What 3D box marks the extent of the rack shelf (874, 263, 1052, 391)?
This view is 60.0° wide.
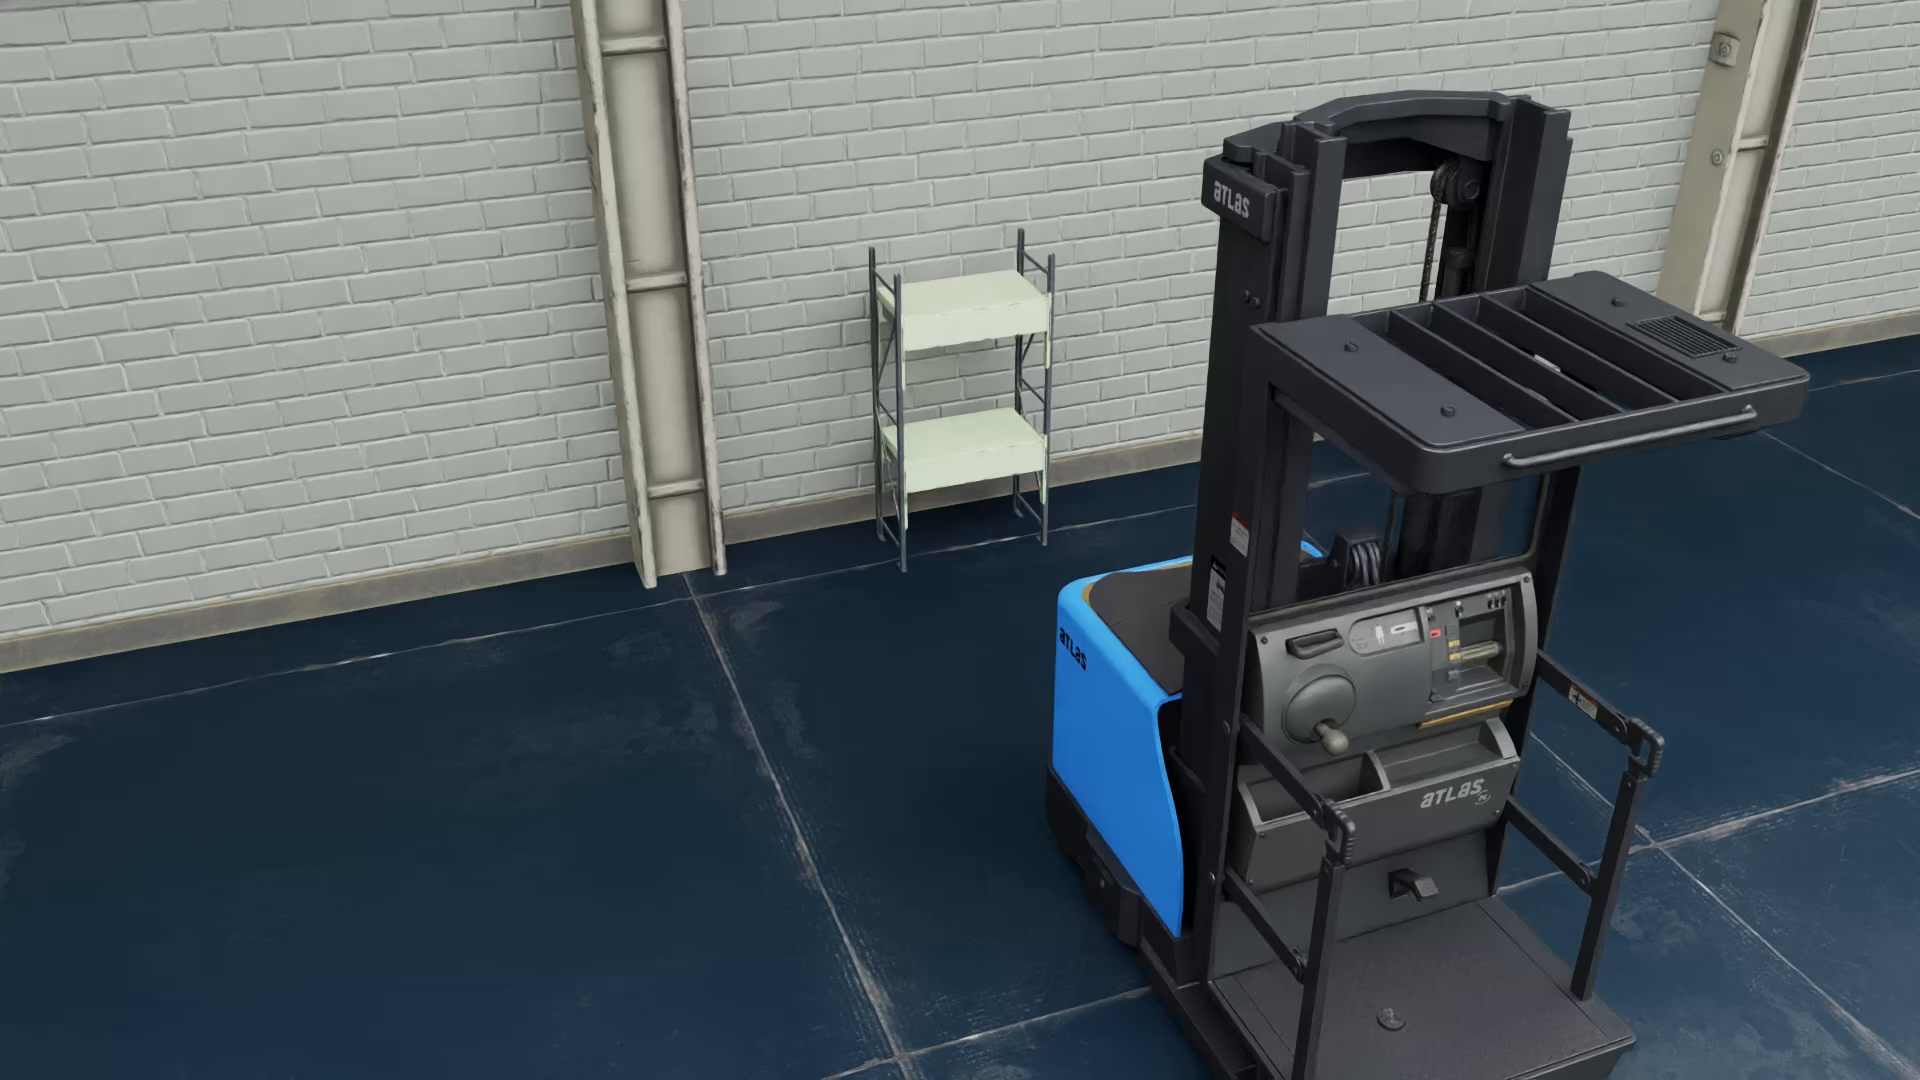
[{"bbox_3d":[0.006,-0.992,7.688,0.720,0.370,0.431,-10,31,-18],"label":"rack shelf"}]

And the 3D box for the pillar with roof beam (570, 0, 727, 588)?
[{"bbox_3d":[0.147,-1.789,2.299,0.400,9.000,9.100,-10,31,-18],"label":"pillar with roof beam"}]

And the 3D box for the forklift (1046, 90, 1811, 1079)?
[{"bbox_3d":[1.339,0.397,4.592,1.130,2.935,3.031,-11,32,-19],"label":"forklift"}]

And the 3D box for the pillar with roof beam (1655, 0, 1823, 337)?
[{"bbox_3d":[5.771,-2.825,4.117,0.400,9.000,9.100,-10,31,-18],"label":"pillar with roof beam"}]

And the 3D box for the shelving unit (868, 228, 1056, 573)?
[{"bbox_3d":[0.006,-0.653,7.881,0.755,1.500,0.431,-10,31,-18],"label":"shelving unit"}]

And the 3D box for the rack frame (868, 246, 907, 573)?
[{"bbox_3d":[-0.337,-0.590,7.770,0.023,1.500,0.400,-10,31,-18],"label":"rack frame"}]

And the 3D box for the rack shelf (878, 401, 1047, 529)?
[{"bbox_3d":[0.006,-0.370,8.042,0.720,0.370,0.431,-10,31,-18],"label":"rack shelf"}]

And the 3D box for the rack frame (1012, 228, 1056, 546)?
[{"bbox_3d":[0.349,-0.716,7.992,0.023,1.500,0.400,-10,31,-18],"label":"rack frame"}]
